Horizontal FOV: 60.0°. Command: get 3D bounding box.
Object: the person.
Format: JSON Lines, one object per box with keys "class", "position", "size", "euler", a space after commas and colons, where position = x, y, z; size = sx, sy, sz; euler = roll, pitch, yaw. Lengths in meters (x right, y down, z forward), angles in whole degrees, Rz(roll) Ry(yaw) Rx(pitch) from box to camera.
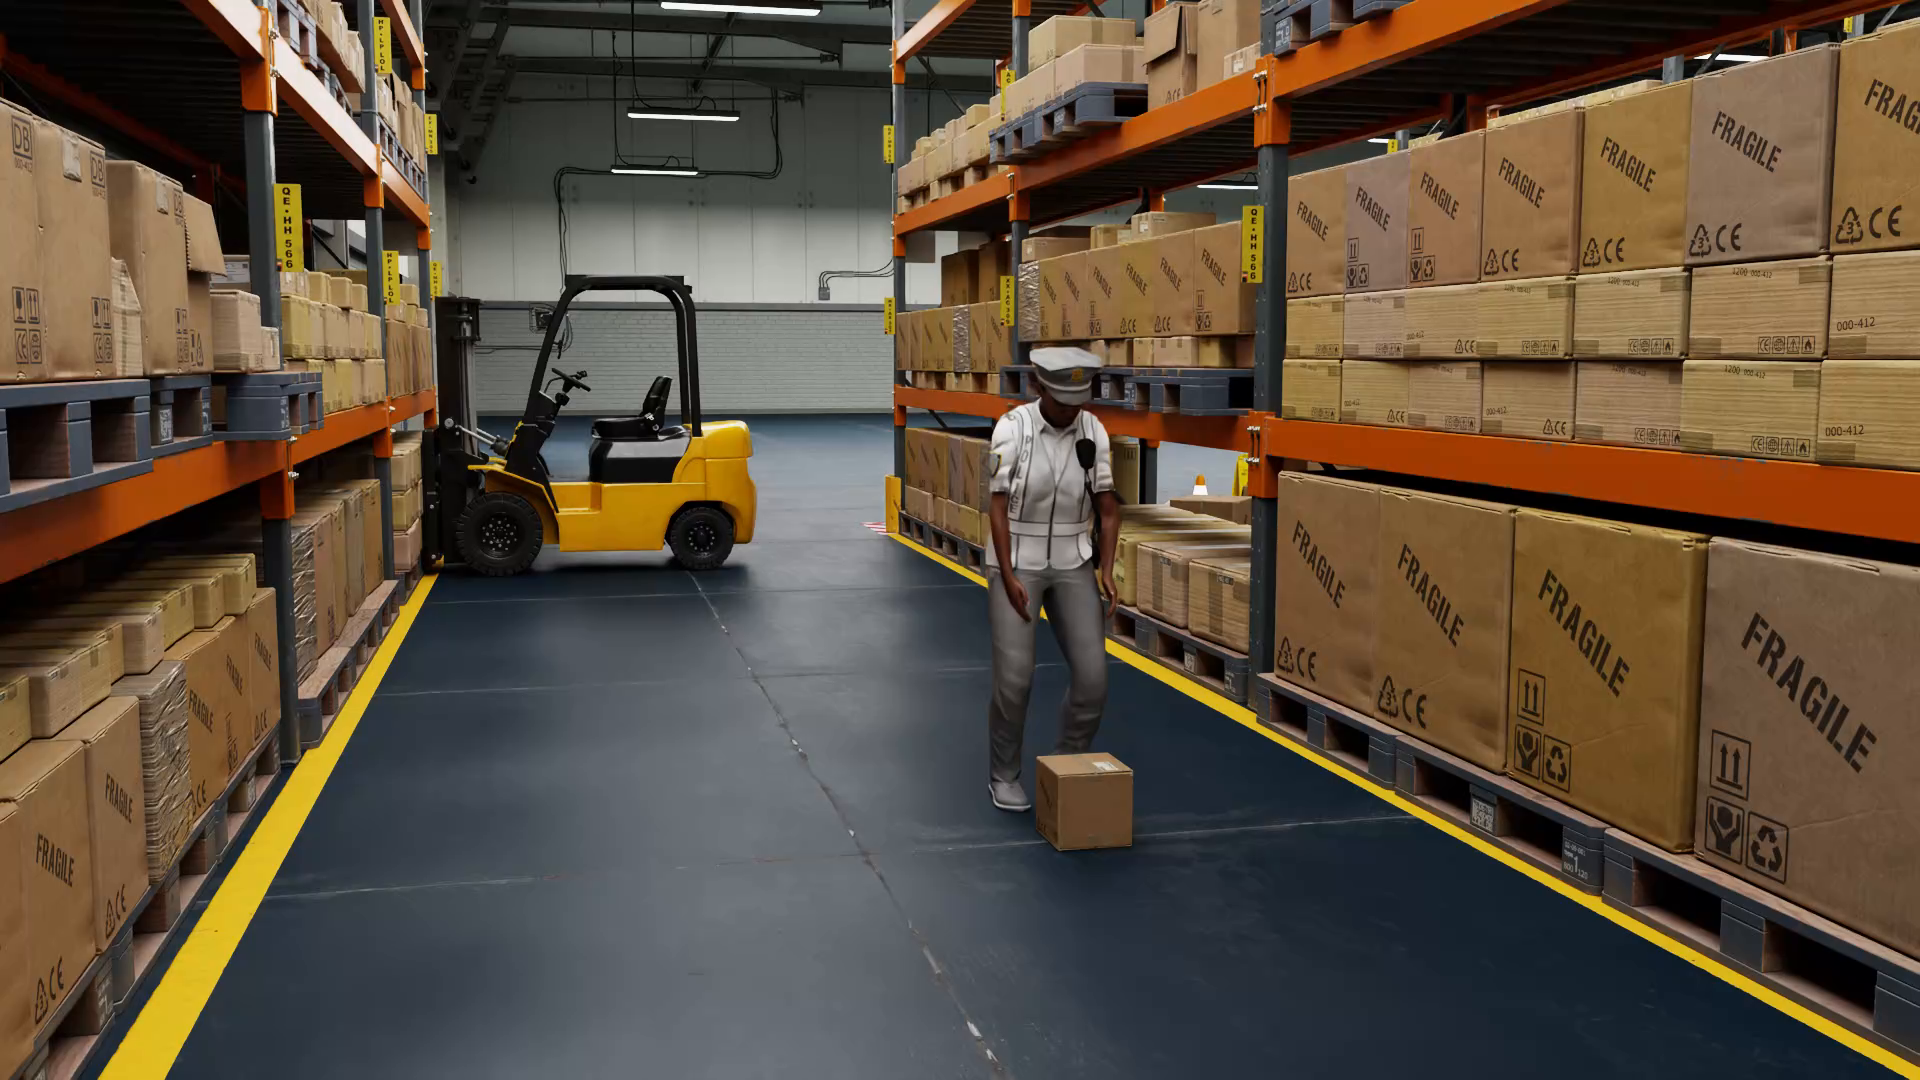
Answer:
{"class": "person", "position": [0.327, 0.134, 5.788], "size": [0.465, 1.604, 0.479], "euler": [-1, 6, -12]}
